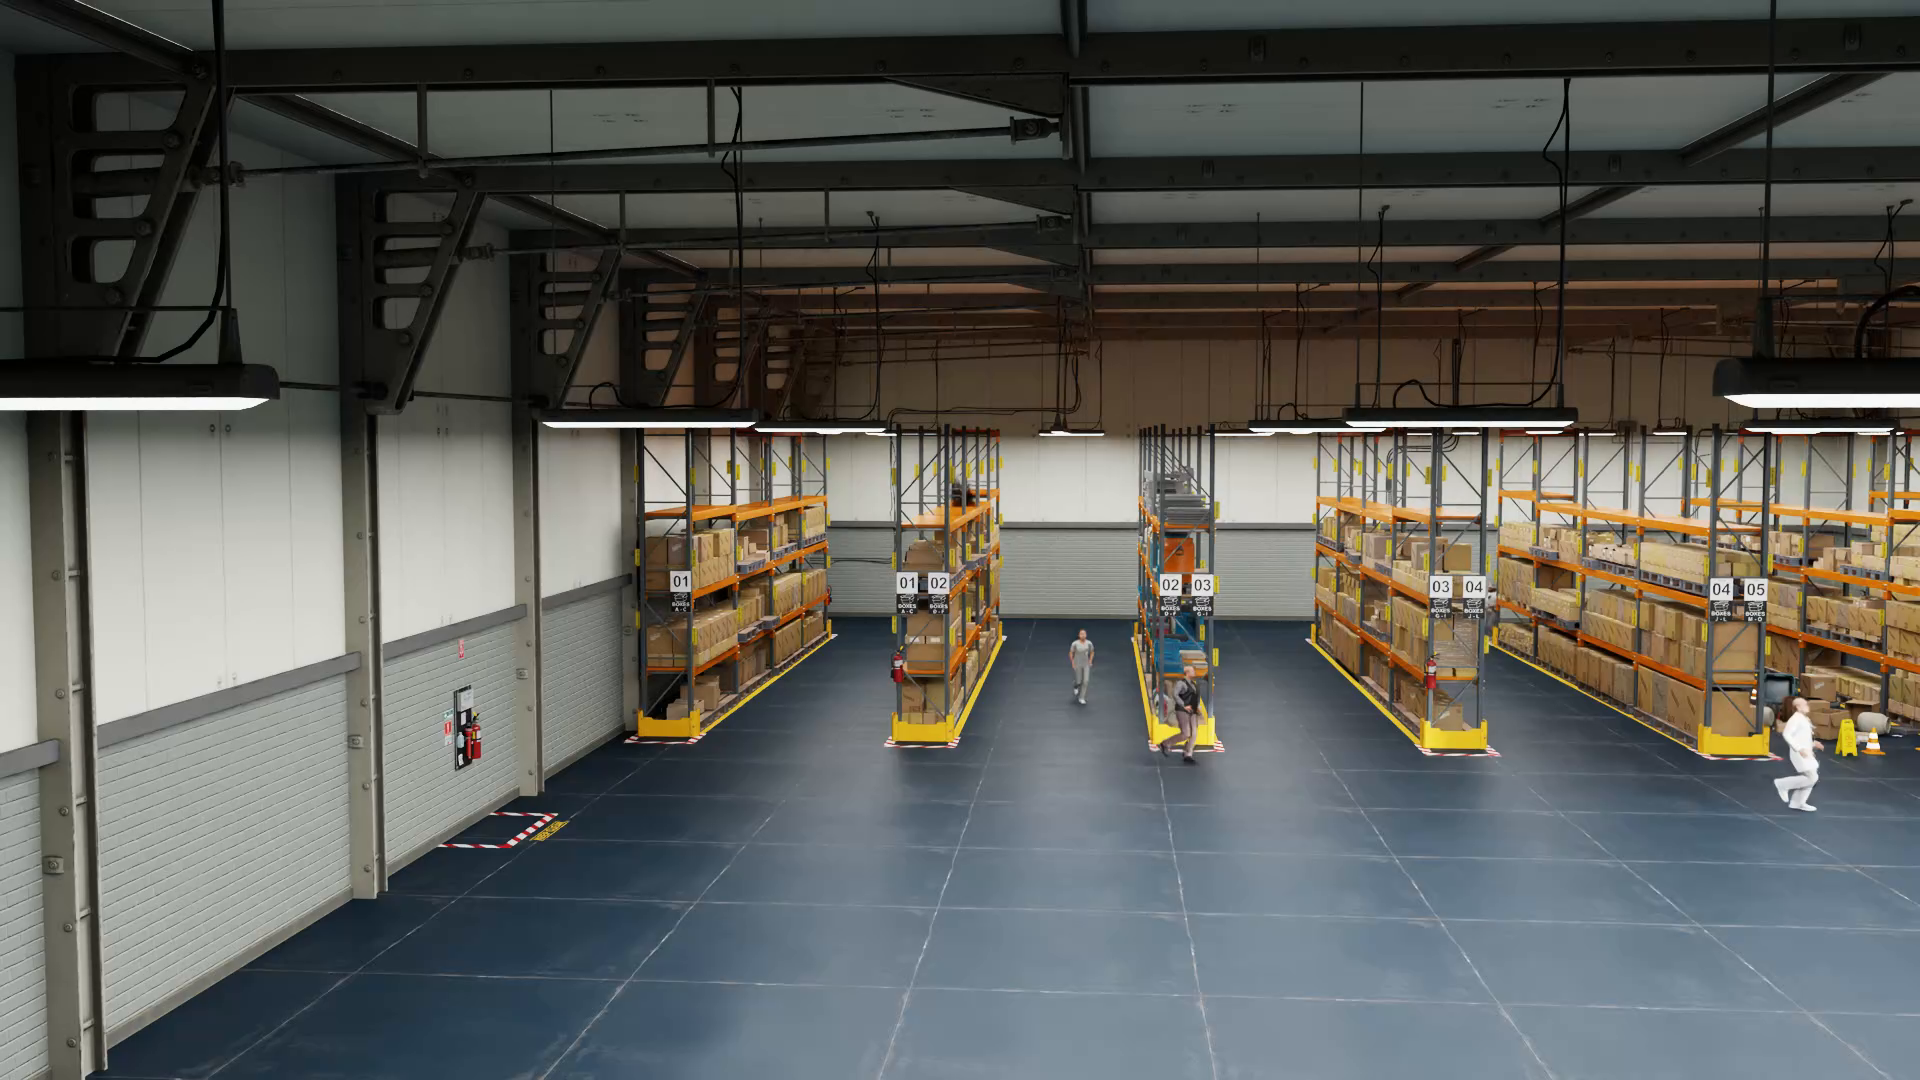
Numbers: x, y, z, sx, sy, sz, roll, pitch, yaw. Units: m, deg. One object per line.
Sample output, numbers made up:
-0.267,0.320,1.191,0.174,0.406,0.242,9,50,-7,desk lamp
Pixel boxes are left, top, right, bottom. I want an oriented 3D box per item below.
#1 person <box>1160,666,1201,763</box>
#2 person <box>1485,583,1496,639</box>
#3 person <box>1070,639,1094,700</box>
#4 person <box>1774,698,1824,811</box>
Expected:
4.019,3.083,29.670,0.714,1.684,0.700,3,4,37,person
15.079,2.024,47.205,0.539,1.634,0.572,-1,4,-13,person
2.645,2.811,36.134,0.527,1.317,0.555,0,3,-6,person
12.948,3.299,25.649,0.638,1.733,0.710,3,4,38,person
